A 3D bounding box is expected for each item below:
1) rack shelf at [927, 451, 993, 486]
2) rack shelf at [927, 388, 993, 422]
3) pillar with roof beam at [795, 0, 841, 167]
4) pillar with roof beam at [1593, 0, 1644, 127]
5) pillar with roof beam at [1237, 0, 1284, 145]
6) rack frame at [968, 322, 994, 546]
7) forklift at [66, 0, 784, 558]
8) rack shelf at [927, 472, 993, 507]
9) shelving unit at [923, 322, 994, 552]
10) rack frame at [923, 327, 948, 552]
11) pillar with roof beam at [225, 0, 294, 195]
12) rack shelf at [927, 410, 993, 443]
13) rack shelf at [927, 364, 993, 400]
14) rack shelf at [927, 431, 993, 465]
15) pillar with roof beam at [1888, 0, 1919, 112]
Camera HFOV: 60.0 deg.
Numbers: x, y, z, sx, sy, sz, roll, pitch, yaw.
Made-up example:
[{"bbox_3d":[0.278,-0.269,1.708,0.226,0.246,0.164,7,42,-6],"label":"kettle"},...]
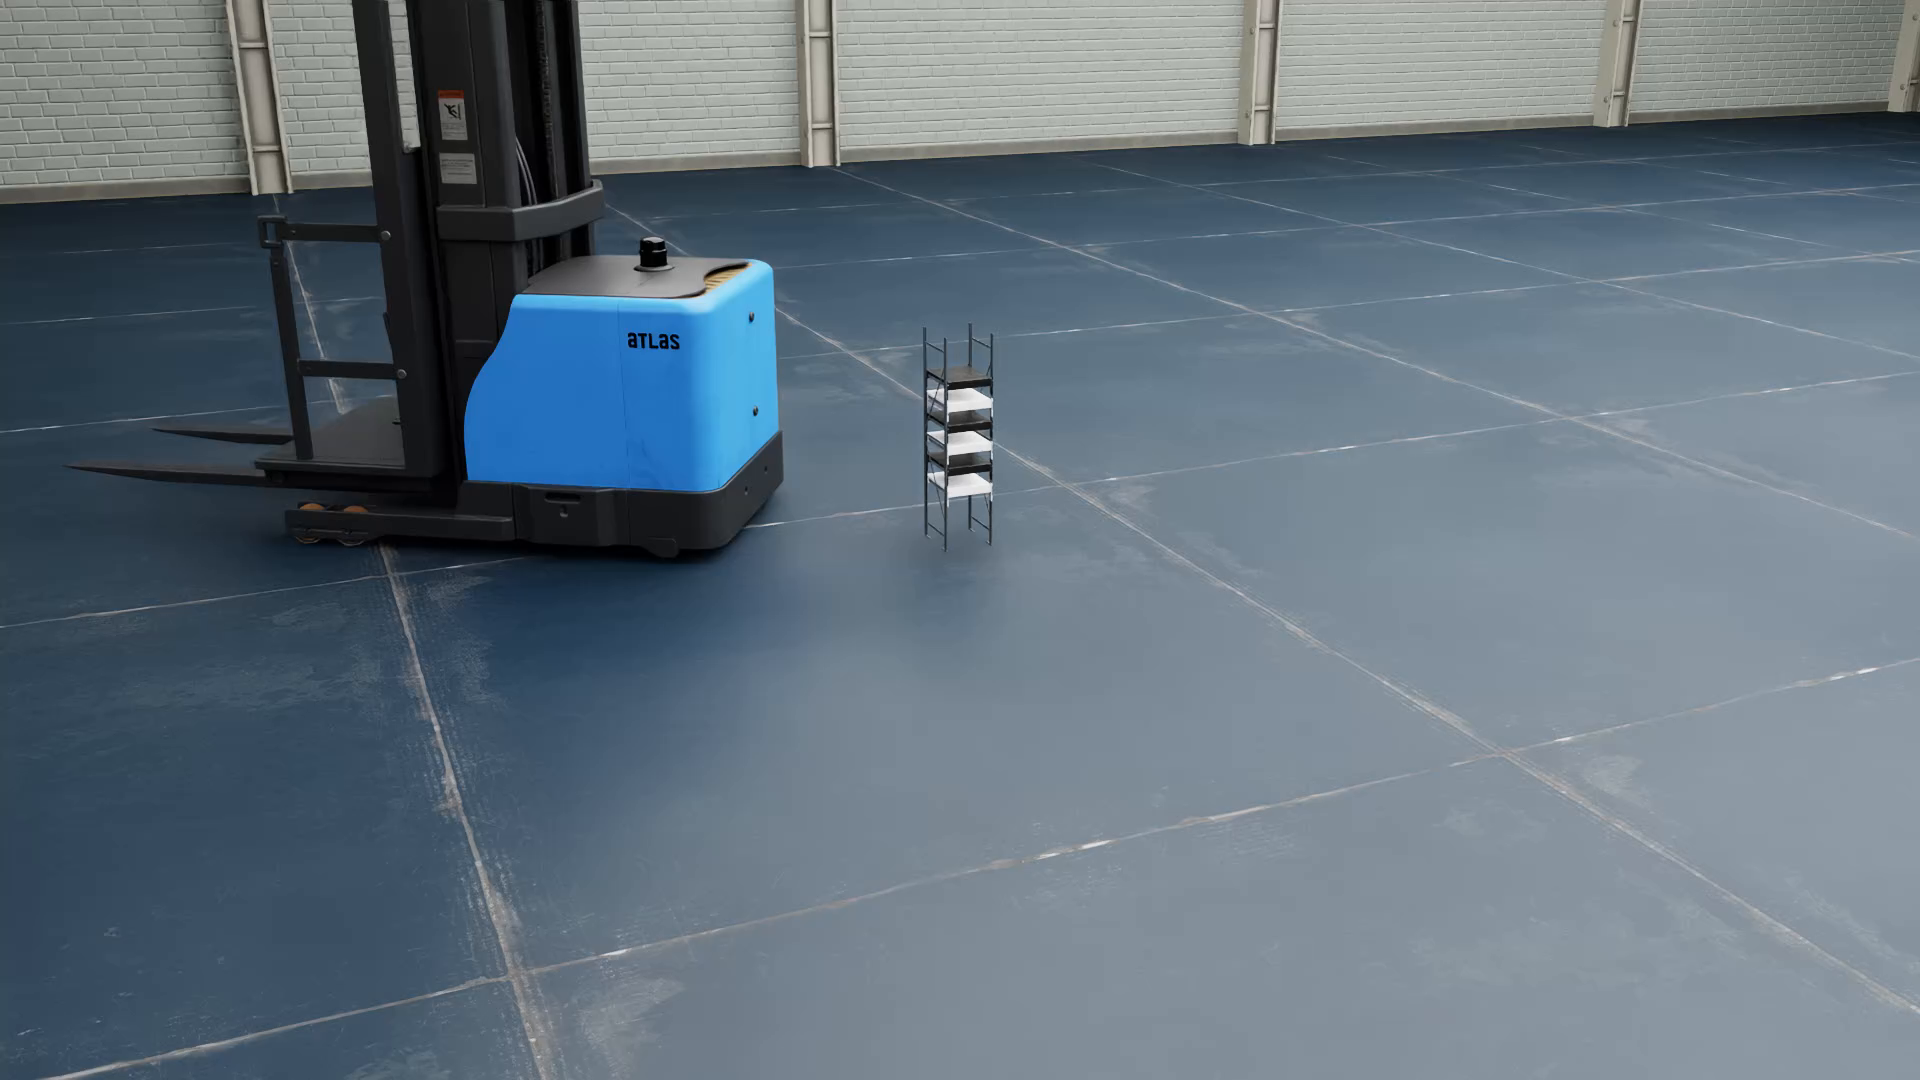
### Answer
[{"bbox_3d":[-0.007,-0.307,6.911,0.200,0.077,0.258,-8,21,-22],"label":"rack shelf"},{"bbox_3d":[-0.007,-0.562,6.821,0.200,0.077,0.258,-8,21,-22],"label":"rack shelf"},{"bbox_3d":[0.066,-7.336,14.307,0.400,9.000,9.100,-8,21,-22],"label":"pillar with roof beam"},{"bbox_3d":[11.085,-8.914,18.790,0.400,9.000,9.100,-8,21,-22],"label":"pillar with roof beam"},{"bbox_3d":[5.575,-8.125,16.549,0.400,9.000,9.100,-8,21,-22],"label":"pillar with roof beam"},{"bbox_3d":[0.086,-0.437,6.908,0.006,0.900,0.240,-8,21,-22],"label":"rack frame"},{"bbox_3d":[-2.367,-1.524,6.938,3.031,2.935,1.130,3,20,9],"label":"forklift"},{"bbox_3d":[-0.007,-0.222,6.940,0.200,0.077,0.258,-8,21,-22],"label":"rack shelf"},{"bbox_3d":[-0.007,-0.423,6.870,0.210,0.900,0.258,-8,21,-22],"label":"shelving unit"},{"bbox_3d":[-0.101,-0.410,6.832,0.006,0.900,0.240,-8,21,-22],"label":"rack frame"},{"bbox_3d":[-5.443,-6.546,12.065,0.400,9.000,9.100,-8,21,-22],"label":"pillar with roof beam"},{"bbox_3d":[-0.007,-0.477,6.851,0.200,0.077,0.258,-8,21,-22],"label":"rack shelf"},{"bbox_3d":[-0.007,-0.647,6.791,0.200,0.077,0.258,-8,21,-22],"label":"rack shelf"},{"bbox_3d":[-0.007,-0.392,6.881,0.200,0.077,0.258,-8,21,-22],"label":"rack shelf"},{"bbox_3d":[16.594,-9.704,21.032,0.400,9.000,9.100,-8,21,-22],"label":"pillar with roof beam"}]
